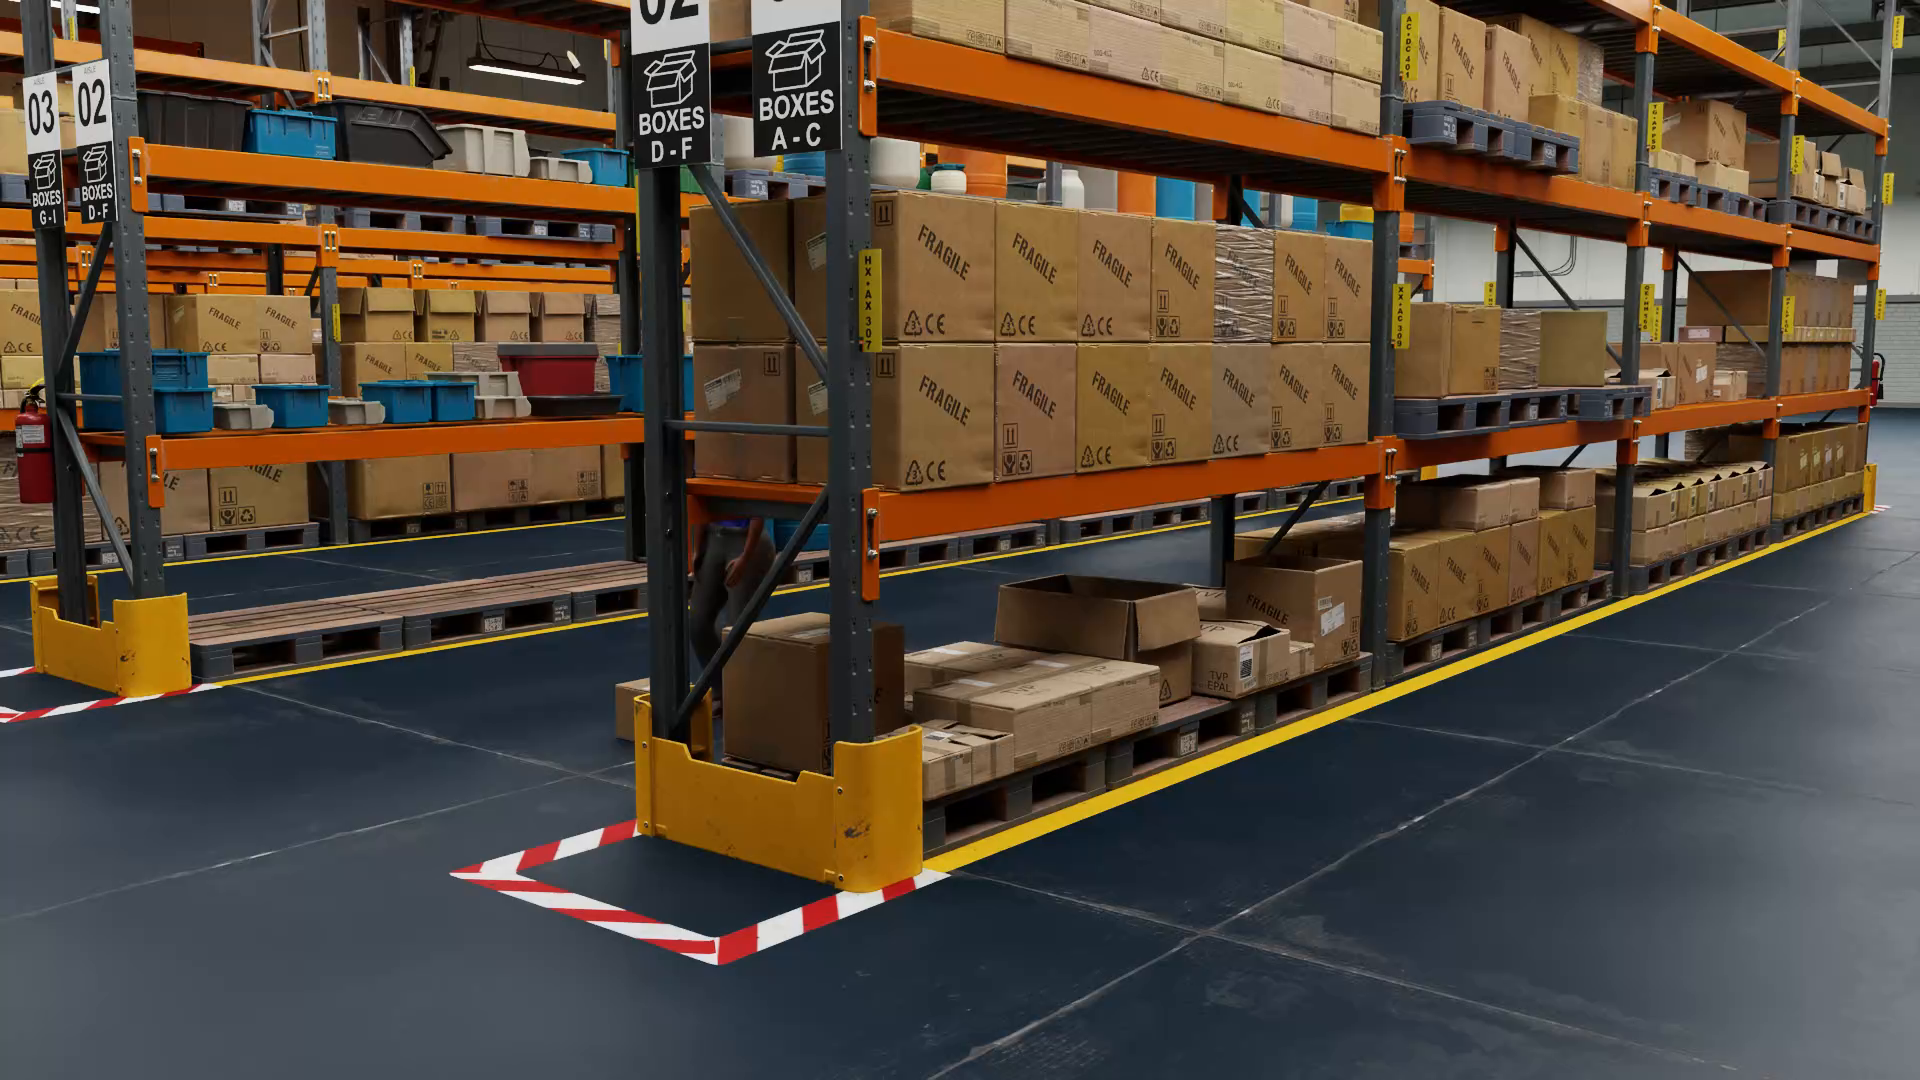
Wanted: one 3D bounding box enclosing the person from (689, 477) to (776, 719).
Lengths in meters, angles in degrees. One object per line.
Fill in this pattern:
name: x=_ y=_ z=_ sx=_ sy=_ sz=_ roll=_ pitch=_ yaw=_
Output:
person: x=-1.075 y=0.085 z=7.905 sx=0.465 sy=1.588 sz=0.411 roll=6 pitch=9 yaw=40
